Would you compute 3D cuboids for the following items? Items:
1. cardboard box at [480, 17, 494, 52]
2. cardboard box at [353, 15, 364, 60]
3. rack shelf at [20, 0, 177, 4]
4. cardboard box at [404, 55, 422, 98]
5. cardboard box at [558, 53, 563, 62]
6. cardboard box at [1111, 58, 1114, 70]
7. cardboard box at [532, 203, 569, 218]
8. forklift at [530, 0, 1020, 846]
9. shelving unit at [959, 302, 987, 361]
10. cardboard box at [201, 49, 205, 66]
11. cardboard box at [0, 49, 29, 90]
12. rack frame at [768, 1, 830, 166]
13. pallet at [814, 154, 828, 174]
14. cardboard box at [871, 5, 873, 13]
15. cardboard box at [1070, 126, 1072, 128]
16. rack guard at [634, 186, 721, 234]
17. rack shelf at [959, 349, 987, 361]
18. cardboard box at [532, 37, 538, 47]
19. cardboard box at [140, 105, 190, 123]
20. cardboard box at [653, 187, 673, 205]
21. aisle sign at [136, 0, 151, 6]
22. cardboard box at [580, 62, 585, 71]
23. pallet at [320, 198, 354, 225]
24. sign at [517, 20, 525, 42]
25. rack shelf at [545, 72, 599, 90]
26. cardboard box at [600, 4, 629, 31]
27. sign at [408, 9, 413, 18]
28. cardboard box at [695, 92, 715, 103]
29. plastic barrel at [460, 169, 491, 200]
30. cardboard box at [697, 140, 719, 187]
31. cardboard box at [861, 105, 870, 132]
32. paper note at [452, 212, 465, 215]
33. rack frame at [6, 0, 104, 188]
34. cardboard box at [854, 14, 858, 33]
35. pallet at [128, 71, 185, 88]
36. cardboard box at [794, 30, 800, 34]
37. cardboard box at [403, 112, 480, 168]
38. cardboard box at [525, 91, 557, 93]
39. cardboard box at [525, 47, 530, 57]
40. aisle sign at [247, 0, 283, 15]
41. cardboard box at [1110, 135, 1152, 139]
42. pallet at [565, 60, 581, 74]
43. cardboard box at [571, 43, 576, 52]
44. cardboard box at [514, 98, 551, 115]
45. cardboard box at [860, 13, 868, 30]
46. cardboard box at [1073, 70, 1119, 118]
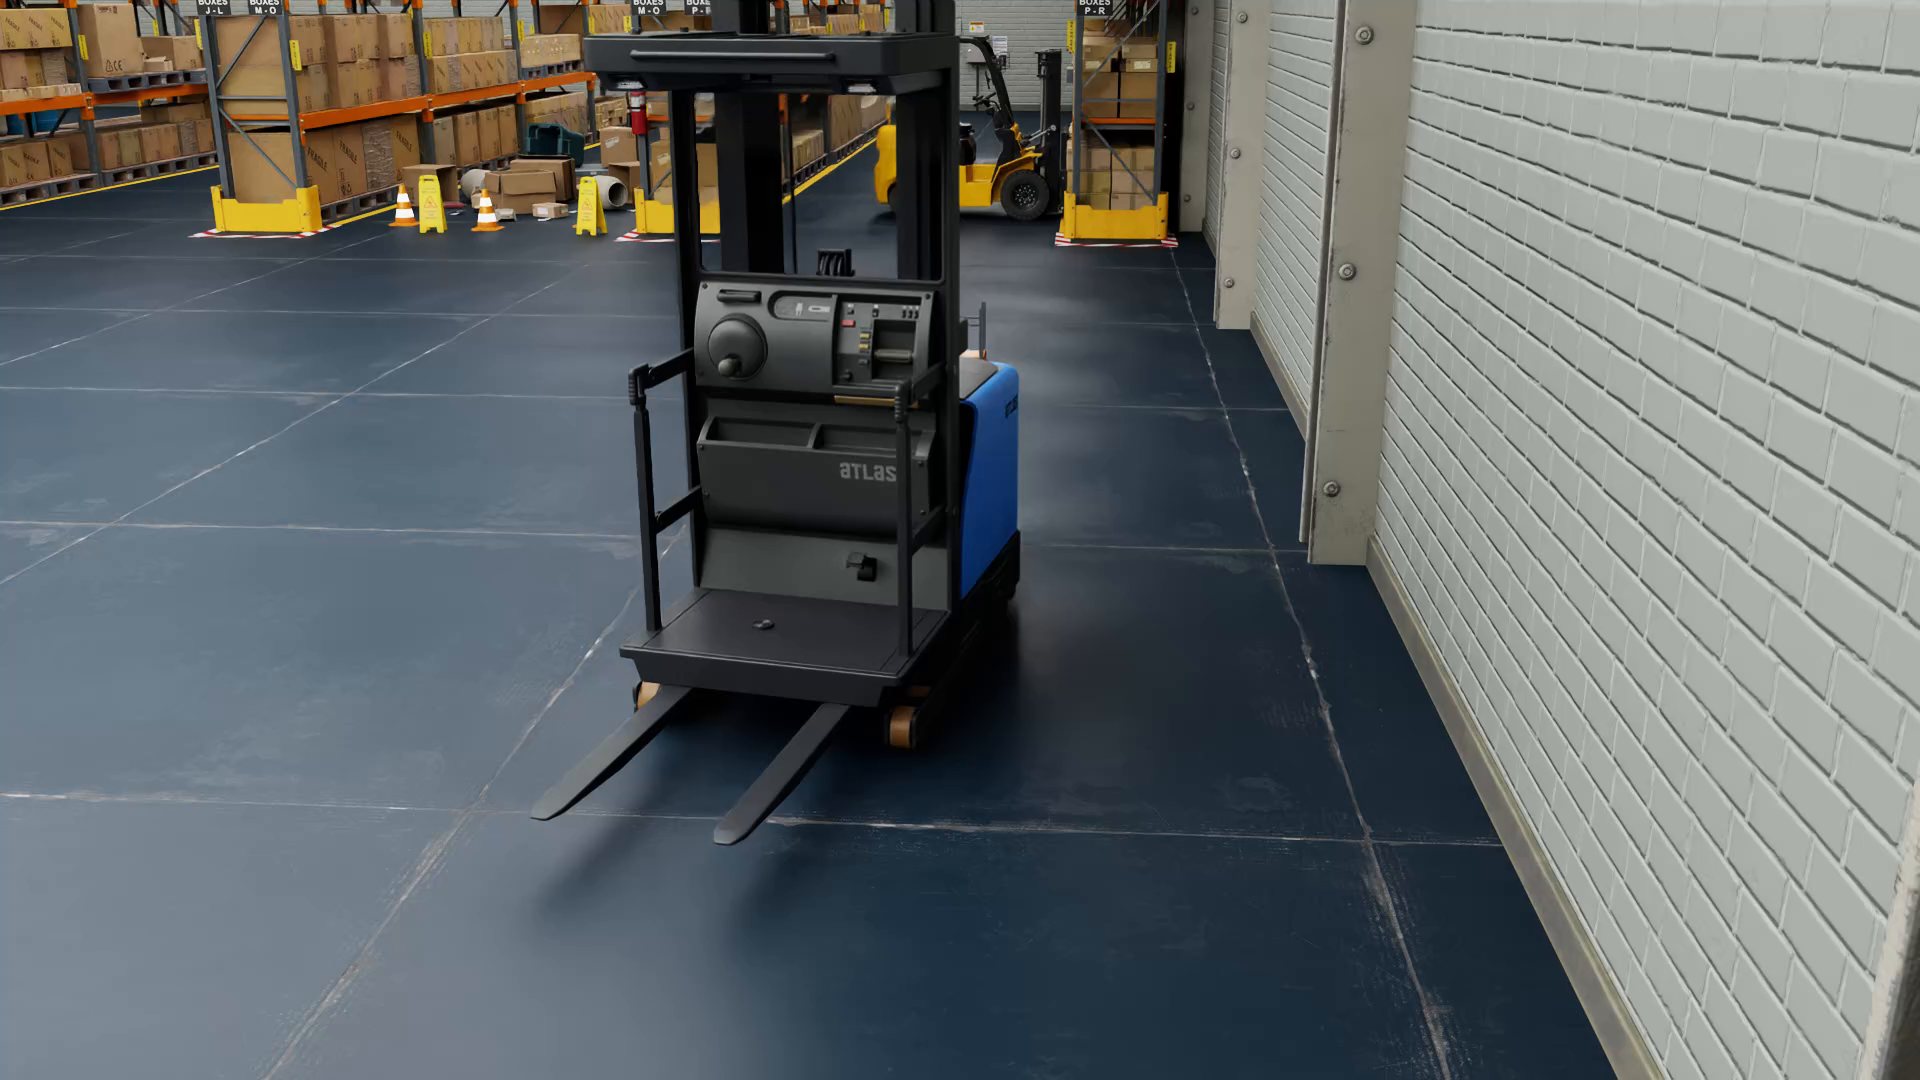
[{"bbox_3d":[-7.626,-7.798,25.638,0.700,0.500,0.500,1,18,3],"label":"cardboard box"},{"bbox_3d":[-8.026,-6.297,20.849,0.875,0.550,0.500,1,18,4],"label":"cardboard box"},{"bbox_3d":[-16.999,-10.772,32.817,1.077,0.370,4.000,1,18,4],"label":"rack shelf"},{"bbox_3d":[-7.850,-6.286,22.549,0.875,0.550,0.550,1,18,4],"label":"cardboard box"},{"bbox_3d":[-7.163,-8.444,29.105,0.380,0.149,0.250,1,18,2],"label":"cardboard box"},{"bbox_3d":[1.587,-5.527,19.272,0.380,0.149,0.250,2,18,5],"label":"cardboard box"},{"bbox_3d":[-5.099,-4.105,20.713,0.380,0.149,0.250,12,22,32],"label":"cardboard box"},{"bbox_3d":[-0.605,-0.758,6.029,1.130,2.935,3.031,5,19,14],"label":"forklift"},{"bbox_3d":[-0.001,-0.566,8.222,0.258,1.200,0.189,1,18,4],"label":"shelving unit"},{"bbox_3d":[-12.183,-7.906,27.574,0.500,0.500,0.500,2,18,6],"label":"cardboard box"},{"bbox_3d":[-12.876,-6.210,21.920,0.875,0.500,0.500,1,18,4],"label":"cardboard box"},{"bbox_3d":[-2.604,-7.493,26.472,1.000,3.000,0.127,1,18,4],"label":"rack frame"},{"bbox_3d":[-2.662,-5.925,26.166,1.003,0.211,1.213,1,18,4],"label":"pallet"},{"bbox_3d":[-1.894,-10.295,32.216,0.380,0.149,0.250,2,18,5],"label":"cardboard box"},{"bbox_3d":[1.712,-5.366,22.116,0.500,0.250,0.500,1,18,3],"label":"cardboard box"},{"bbox_3d":[-3.172,-3.844,19.351,1.175,0.500,0.348,1,18,4],"label":"rack guard"},{"bbox_3d":[-0.001,-0.866,8.124,0.258,0.103,0.180,1,18,4],"label":"rack shelf"},{"bbox_3d":[-7.264,-8.316,27.758,0.380,0.149,0.250,1,18,2],"label":"cardboard box"},{"bbox_3d":[-12.535,-6.718,26.211,0.500,0.250,0.500,3,18,10],"label":"cardboard box"},{"bbox_3d":[-3.387,-4.166,20.060,0.500,0.250,0.500,1,18,4],"label":"cardboard box"},{"bbox_3d":[-17.147,-11.573,34.751,0.394,0.787,0.004,1,18,4],"label":"aisle sign"},{"bbox_3d":[-6.915,-8.775,30.791,0.380,0.149,0.250,2,18,6],"label":"cardboard box"},{"bbox_3d":[-8.143,-4.012,20.329,1.003,0.211,1.213,1,18,4],"label":"pallet"},{"bbox_3d":[-6.995,-8.111,26.499,0.100,0.325,0.005,1,18,4],"label":"sign"},{"bbox_3d":[-7.119,-9.093,32.513,1.077,0.370,4.000,1,18,4],"label":"rack shelf"},{"bbox_3d":[-6.825,-10.254,32.655,0.500,0.500,0.500,2,18,7],"label":"cardboard box"},{"bbox_3d":[-11.375,-10.845,34.463,0.100,0.325,0.005,1,18,4],"label":"sign"},{"bbox_3d":[-2.867,-5.338,19.258,0.500,0.500,0.500,1,18,3],"label":"cardboard box"},{"bbox_3d":[-6.387,-4.719,22.144,0.512,0.421,0.421,17,25,41],"label":"plastic barrel"},{"bbox_3d":[-2.843,-4.509,19.904,0.500,0.500,0.500,1,18,2],"label":"cardboard box"},{"bbox_3d":[-2.166,-7.910,31.185,0.875,0.438,0.875,1,18,3],"label":"cardboard box"},{"bbox_3d":[-6.320,-4.112,20.925,0.144,0.017,0.142,8,20,23],"label":"paper note"},{"bbox_3d":[-12.776,-6.472,23.356,1.000,3.000,0.127,1,18,4],"label":"rack frame"},{"bbox_3d":[-2.099,-9.113,29.652,0.500,0.500,0.500,2,18,6],"label":"cardboard box"},{"bbox_3d":[-12.590,-7.007,25.298,1.003,0.211,1.213,1,18,4],"label":"pallet"},{"bbox_3d":[-2.536,-6.934,23.453,0.500,0.500,0.500,1,18,4],"label":"cardboard box"},{"bbox_3d":[-7.808,-5.954,24.716,1.050,0.750,0.750,1,18,4],"label":"cardboard box"},{"bbox_3d":[-7.579,-7.959,30.030,0.500,0.250,0.500,0,18,1],"label":"cardboard box"},{"bbox_3d":[-7.297,-8.023,27.343,0.380,0.149,0.250,2,18,7],"label":"cardboard box"},{"bbox_3d":[-7.828,-6.294,18.639,0.394,0.787,0.004,1,18,4],"label":"aisle sign"},{"bbox_3d":[2.119,-4.881,20.637,0.500,0.250,0.500,1,18,3],"label":"cardboard box"},{"bbox_3d":[-7.462,-8.489,29.821,1.003,0.211,1.213,1,18,4],"label":"pallet"},{"bbox_3d":[-7.111,-8.826,29.792,0.380,0.149,0.250,1,18,4],"label":"cardboard box"},{"bbox_3d":[-7.222,-7.306,28.039,0.500,0.250,0.500,1,18,3],"label":"cardboard box"},{"bbox_3d":[-1.999,-9.557,31.006,0.500,0.500,0.500,1,18,3],"label":"cardboard box"},{"bbox_3d":[1.547,-5.105,19.024,0.500,0.500,0.500,1,18,3],"label":"cardboard box"}]
